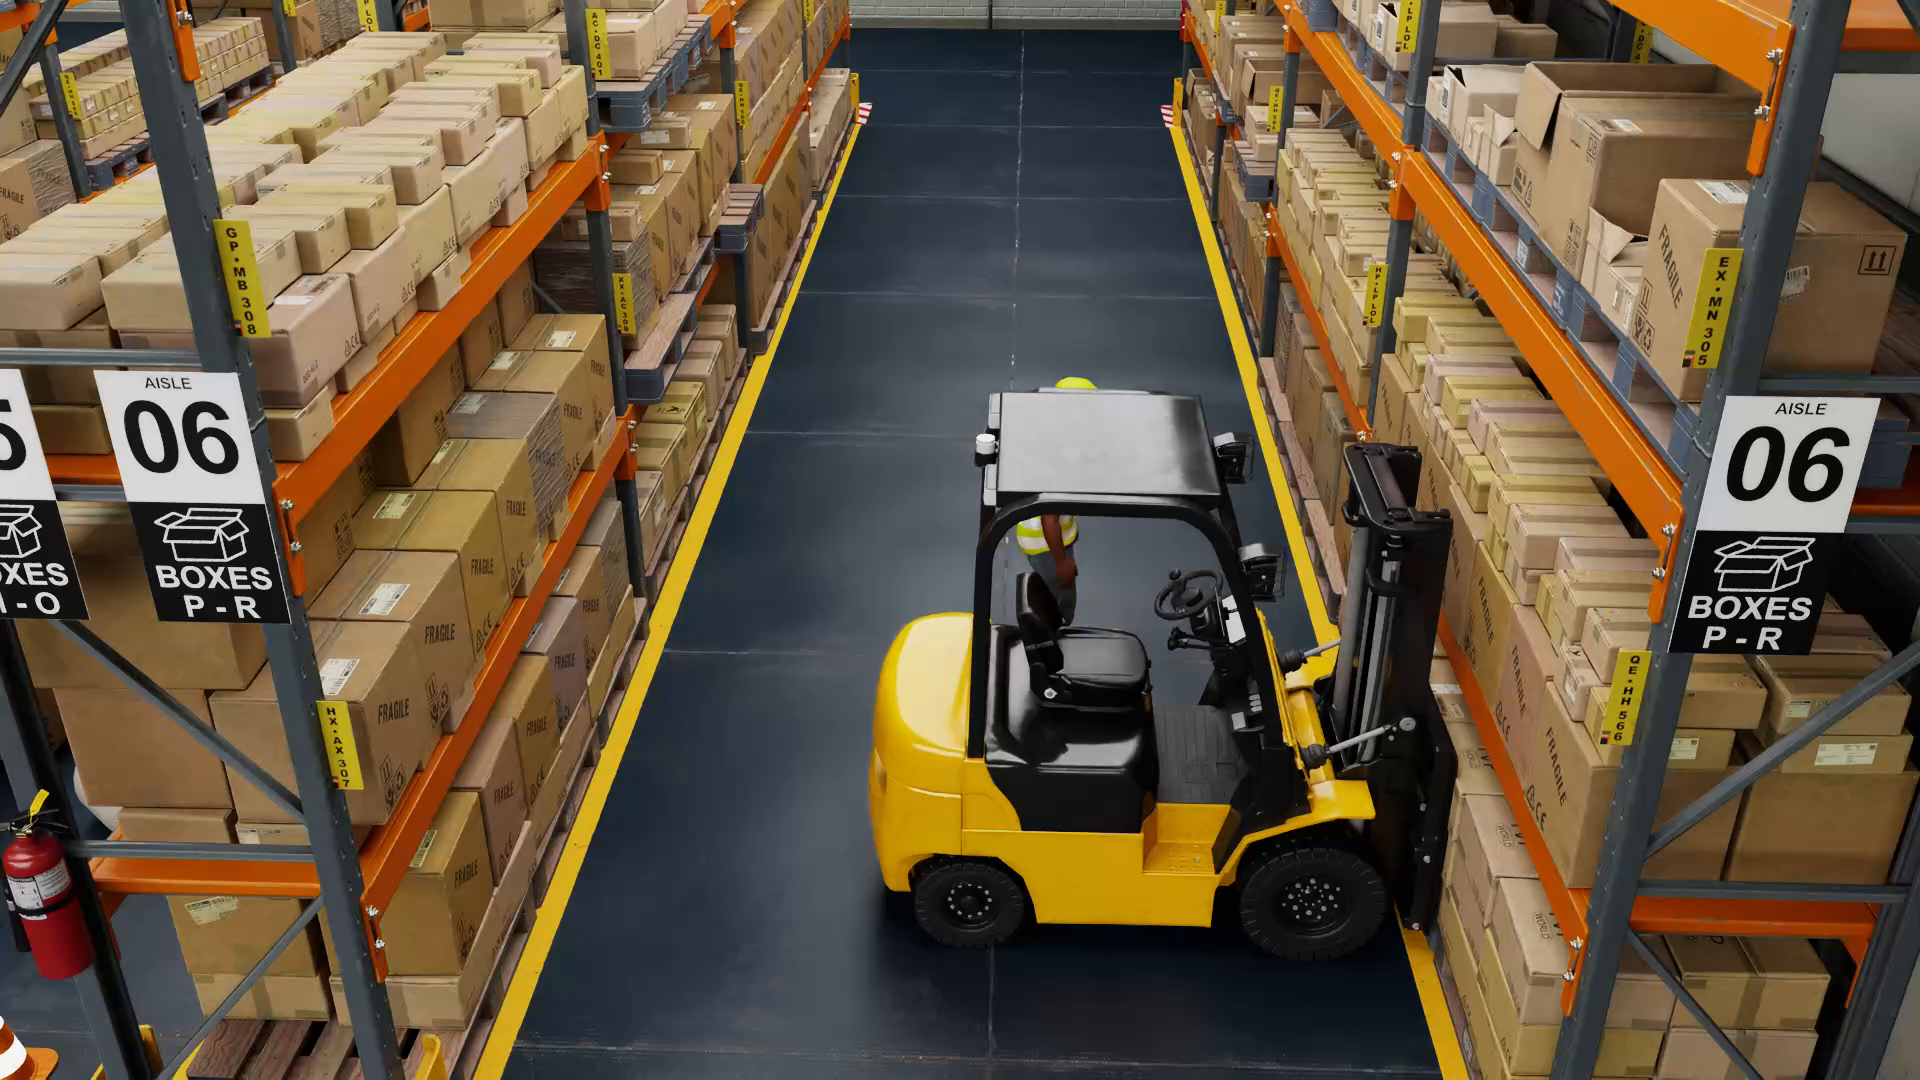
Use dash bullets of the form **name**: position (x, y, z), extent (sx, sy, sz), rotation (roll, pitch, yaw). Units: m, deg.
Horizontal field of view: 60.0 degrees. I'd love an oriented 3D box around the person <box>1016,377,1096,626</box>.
- **person**: position (0.512, -0.013, 8.625), extent (0.457, 1.761, 0.626), rotation (1, 28, 2)
